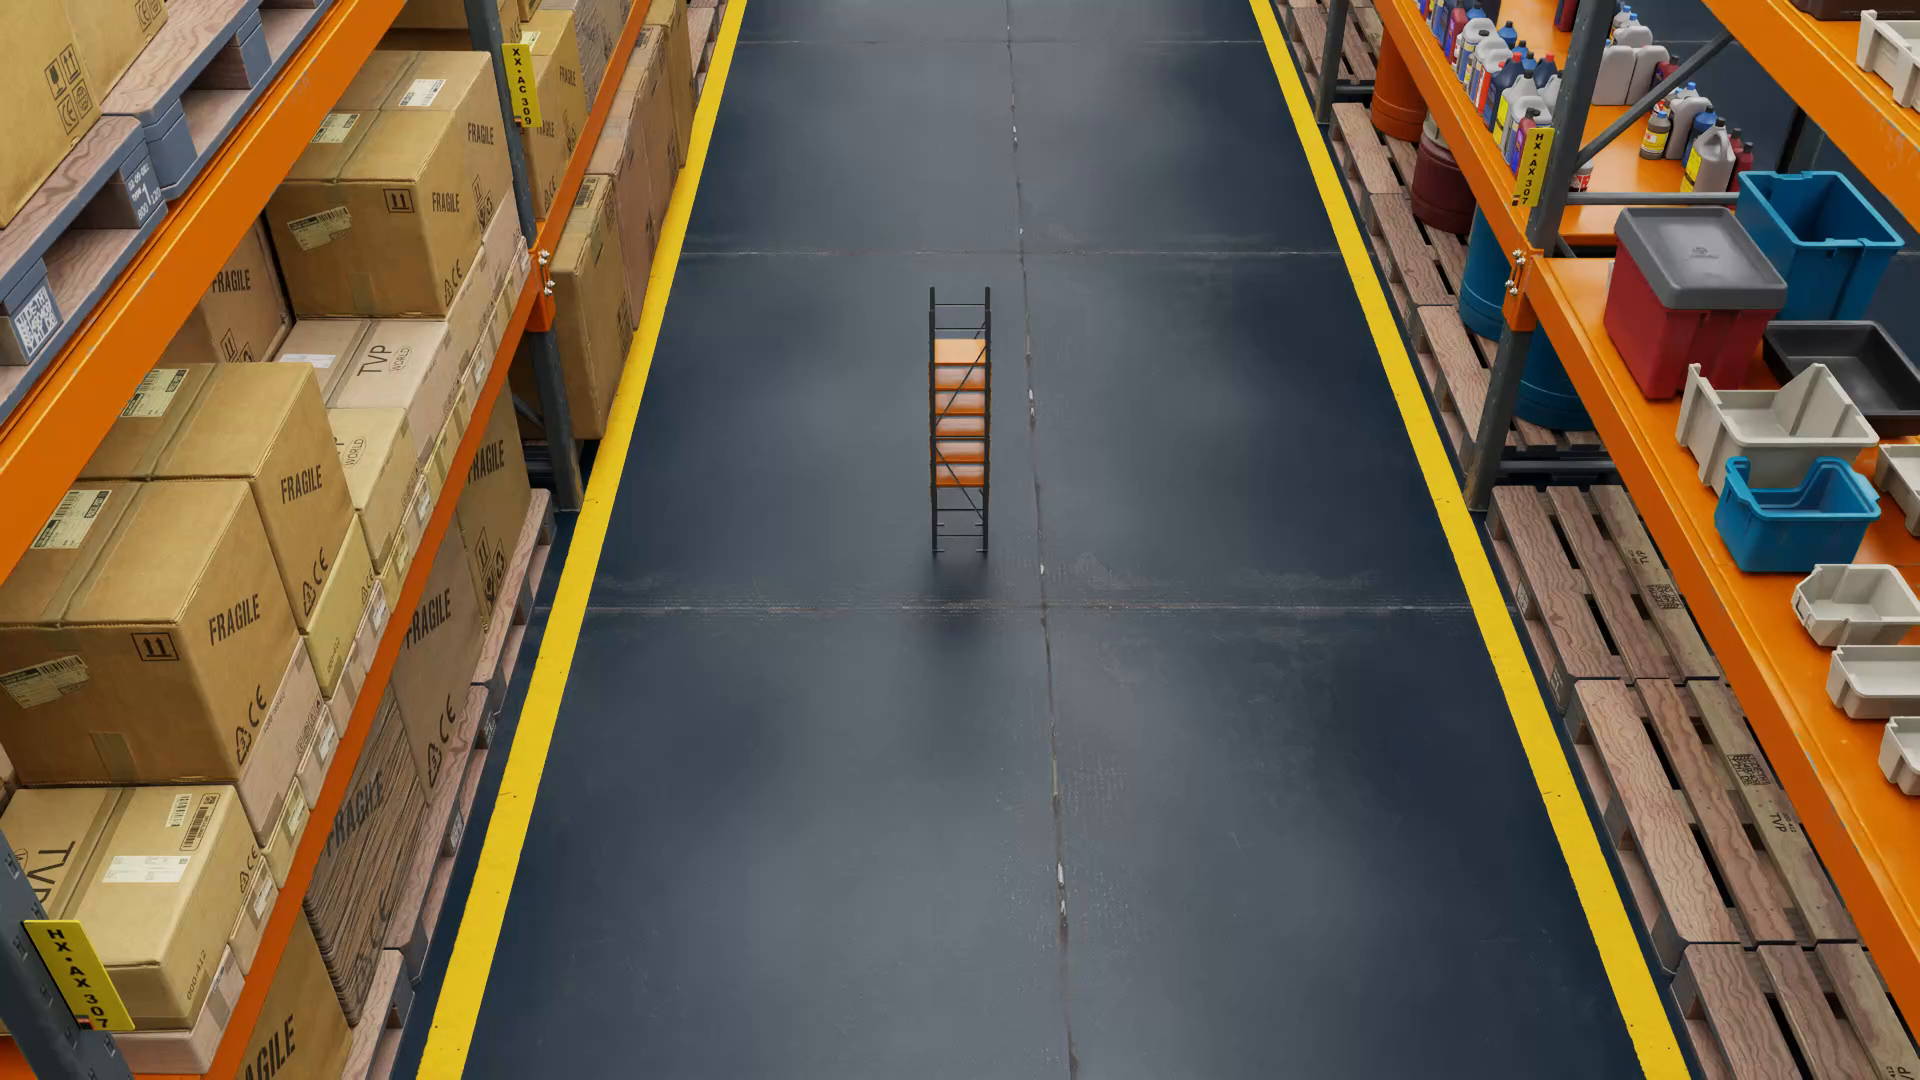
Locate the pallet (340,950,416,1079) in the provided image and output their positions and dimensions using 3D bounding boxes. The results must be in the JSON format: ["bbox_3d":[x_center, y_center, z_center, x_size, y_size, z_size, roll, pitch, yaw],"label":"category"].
[{"bbox_3d":[-2.264,1.764,4.880,1.003,0.211,1.213,0,39,0],"label":"pallet"}]

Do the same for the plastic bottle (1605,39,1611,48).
[{"bbox_3d":[3.018,-2.254,7.822,0.097,0.201,0.097,0,39,0],"label":"plastic bottle"}]

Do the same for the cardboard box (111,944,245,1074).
[{"bbox_3d":[-1.856,1.052,3.740,0.380,0.149,0.250,0,39,0],"label":"cardboard box"}]

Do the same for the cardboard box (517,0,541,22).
[{"bbox_3d":[-2.188,-2.585,7.194,0.797,0.503,0.637,0,39,0],"label":"cardboard box"}]

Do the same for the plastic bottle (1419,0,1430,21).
[{"bbox_3d":[2.391,-2.791,8.428,0.061,0.283,0.133,0,39,0],"label":"plastic bottle"}]

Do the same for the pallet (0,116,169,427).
[{"bbox_3d":[-2.197,-0.424,3.053,1.003,0.211,1.213,0,39,0],"label":"pallet"}]

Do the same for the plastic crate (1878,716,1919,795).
[{"bbox_3d":[2.600,0.561,4.314,0.396,0.136,0.243,0,39,0],"label":"plastic crate"}]

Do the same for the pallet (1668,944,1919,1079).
[{"bbox_3d":[2.806,1.745,4.904,1.003,0.211,1.213,0,39,0],"label":"pallet"}]

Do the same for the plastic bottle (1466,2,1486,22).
[{"bbox_3d":[2.471,-2.454,8.017,0.097,0.271,0.097,0,39,0],"label":"plastic bottle"}]

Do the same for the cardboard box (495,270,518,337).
[{"bbox_3d":[-1.861,-0.876,6.145,0.380,0.149,0.250,1,39,1],"label":"cardboard box"}]

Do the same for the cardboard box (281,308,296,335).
[{"bbox_3d":[-2.456,-0.778,5.704,0.500,0.250,0.500,0,39,0],"label":"cardboard box"}]

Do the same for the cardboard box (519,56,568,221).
[{"bbox_3d":[-1.940,-1.652,6.833,0.500,0.500,0.500,0,39,0],"label":"cardboard box"}]

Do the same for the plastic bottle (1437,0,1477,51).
[{"bbox_3d":[2.434,-2.573,8.102,0.144,0.351,0.185,0,39,0],"label":"plastic bottle"}]

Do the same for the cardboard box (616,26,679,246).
[{"bbox_3d":[-2.221,-2.173,8.926,1.225,0.875,0.875,0,39,0],"label":"cardboard box"}]

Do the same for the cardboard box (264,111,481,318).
[{"bbox_3d":[-1.925,-1.075,5.475,0.500,0.500,0.500,0,39,0],"label":"cardboard box"}]

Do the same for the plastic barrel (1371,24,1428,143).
[{"bbox_3d":[2.776,-2.842,9.797,0.600,0.830,0.708,0,39,0],"label":"plastic barrel"}]

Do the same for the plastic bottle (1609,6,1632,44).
[{"bbox_3d":[3.169,-2.426,7.982,0.097,0.271,0.097,0,39,0],"label":"plastic bottle"}]

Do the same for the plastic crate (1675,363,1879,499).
[{"bbox_3d":[2.581,-0.351,5.336,0.437,0.282,0.530,0,39,0],"label":"plastic crate"}]

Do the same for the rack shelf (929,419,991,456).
[{"bbox_3d":[0.000,-0.443,6.914,0.258,0.103,0.180,0,39,0],"label":"rack shelf"}]

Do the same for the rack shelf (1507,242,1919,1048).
[{"bbox_3d":[2.765,0.202,5.174,1.077,0.370,4.000,0,39,0],"label":"rack shelf"}]

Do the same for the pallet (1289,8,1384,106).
[{"bbox_3d":[2.796,-3.227,11.108,1.003,0.211,1.213,0,39,0],"label":"pallet"}]

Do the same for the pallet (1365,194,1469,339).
[{"bbox_3d":[2.800,-1.488,8.938,1.003,0.211,1.213,0,39,0],"label":"pallet"}]

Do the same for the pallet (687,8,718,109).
[{"bbox_3d":[-2.194,-3.227,11.109,1.003,0.211,1.213,0,39,0],"label":"pallet"}]

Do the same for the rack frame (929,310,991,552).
[{"bbox_3d":[0.000,-0.420,6.815,0.240,1.200,0.006,0,39,0],"label":"rack frame"}]

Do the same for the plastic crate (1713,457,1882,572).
[{"bbox_3d":[2.509,-0.070,5.024,0.416,0.233,0.300,0,39,0],"label":"plastic crate"}]

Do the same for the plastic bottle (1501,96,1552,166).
[{"bbox_3d":[2.439,-1.755,7.141,0.152,0.276,0.135,0,39,0],"label":"plastic bottle"}]

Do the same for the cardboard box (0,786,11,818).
[{"bbox_3d":[-2.451,0.816,3.716,0.500,0.250,0.500,-1,39,-1],"label":"cardboard box"}]

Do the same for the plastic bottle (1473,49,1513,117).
[{"bbox_3d":[2.438,-2.071,7.534,0.152,0.276,0.135,0,39,0],"label":"plastic bottle"}]

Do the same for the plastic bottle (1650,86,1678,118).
[{"bbox_3d":[3.170,-1.964,7.461,0.097,0.201,0.097,0,39,0],"label":"plastic bottle"}]

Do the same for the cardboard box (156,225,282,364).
[{"bbox_3d":[-2.447,-0.743,5.060,0.500,0.500,0.500,-1,39,-1],"label":"cardboard box"}]

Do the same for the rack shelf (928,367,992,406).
[{"bbox_3d":[0.000,-0.630,6.764,0.258,0.103,0.180,0,39,0],"label":"rack shelf"}]

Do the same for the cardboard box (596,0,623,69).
[{"bbox_3d":[-1.948,-2.603,8.019,0.500,0.500,0.500,1,39,1],"label":"cardboard box"}]

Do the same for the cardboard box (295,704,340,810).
[{"bbox_3d":[-1.859,0.568,4.343,0.380,0.149,0.250,-1,39,-1],"label":"cardboard box"}]

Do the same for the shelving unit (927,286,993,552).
[{"bbox_3d":[0.000,-0.477,6.886,0.258,1.200,0.189,0,39,0],"label":"shelving unit"}]

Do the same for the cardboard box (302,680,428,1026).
[{"bbox_3d":[-2.267,0.872,5.127,0.875,0.875,0.875,0,39,0],"label":"cardboard box"}]

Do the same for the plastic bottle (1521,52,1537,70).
[{"bbox_3d":[2.563,-2.081,7.551,0.097,0.271,0.097,0,39,0],"label":"plastic bottle"}]

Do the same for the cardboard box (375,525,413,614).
[{"bbox_3d":[-1.859,0.090,4.940,0.380,0.149,0.250,-1,39,-1],"label":"cardboard box"}]

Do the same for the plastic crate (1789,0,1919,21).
[{"bbox_3d":[2.490,-1.672,4.643,0.497,0.269,0.590,0,39,0],"label":"plastic crate"}]

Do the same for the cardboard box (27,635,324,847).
[{"bbox_3d":[-1.923,0.493,4.118,0.500,0.250,0.500,0,39,-1],"label":"cardboard box"}]

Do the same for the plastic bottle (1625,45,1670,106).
[{"bbox_3d":[3.142,-2.149,7.633,0.152,0.276,0.135,0,39,0],"label":"plastic bottle"}]

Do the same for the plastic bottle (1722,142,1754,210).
[{"bbox_3d":[3.189,-1.513,6.833,0.061,0.283,0.133,0,39,0],"label":"plastic bottle"}]

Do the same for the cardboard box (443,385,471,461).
[{"bbox_3d":[-1.860,-0.393,5.543,0.380,0.149,0.250,1,39,1],"label":"cardboard box"}]

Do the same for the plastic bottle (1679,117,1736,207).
[{"bbox_3d":[3.087,-1.555,6.832,0.144,0.351,0.185,0,39,0],"label":"plastic bottle"}]

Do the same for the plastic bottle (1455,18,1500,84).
[{"bbox_3d":[2.438,-2.300,7.820,0.152,0.276,0.135,0,39,0],"label":"plastic bottle"}]

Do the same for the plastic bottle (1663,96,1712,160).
[{"bbox_3d":[3.143,-1.799,7.196,0.152,0.276,0.135,0,39,0],"label":"plastic bottle"}]

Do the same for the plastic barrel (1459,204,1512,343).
[{"bbox_3d":[2.779,-1.457,8.012,0.600,0.901,0.708,0,39,0],"label":"plastic barrel"}]

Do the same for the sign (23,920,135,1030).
[{"bbox_3d":[-1.630,0.811,3.084,0.100,0.325,0.005,0,39,0],"label":"sign"}]

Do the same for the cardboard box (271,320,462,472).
[{"bbox_3d":[-1.923,-0.464,5.313,0.500,0.250,0.500,1,39,1],"label":"cardboard box"}]
